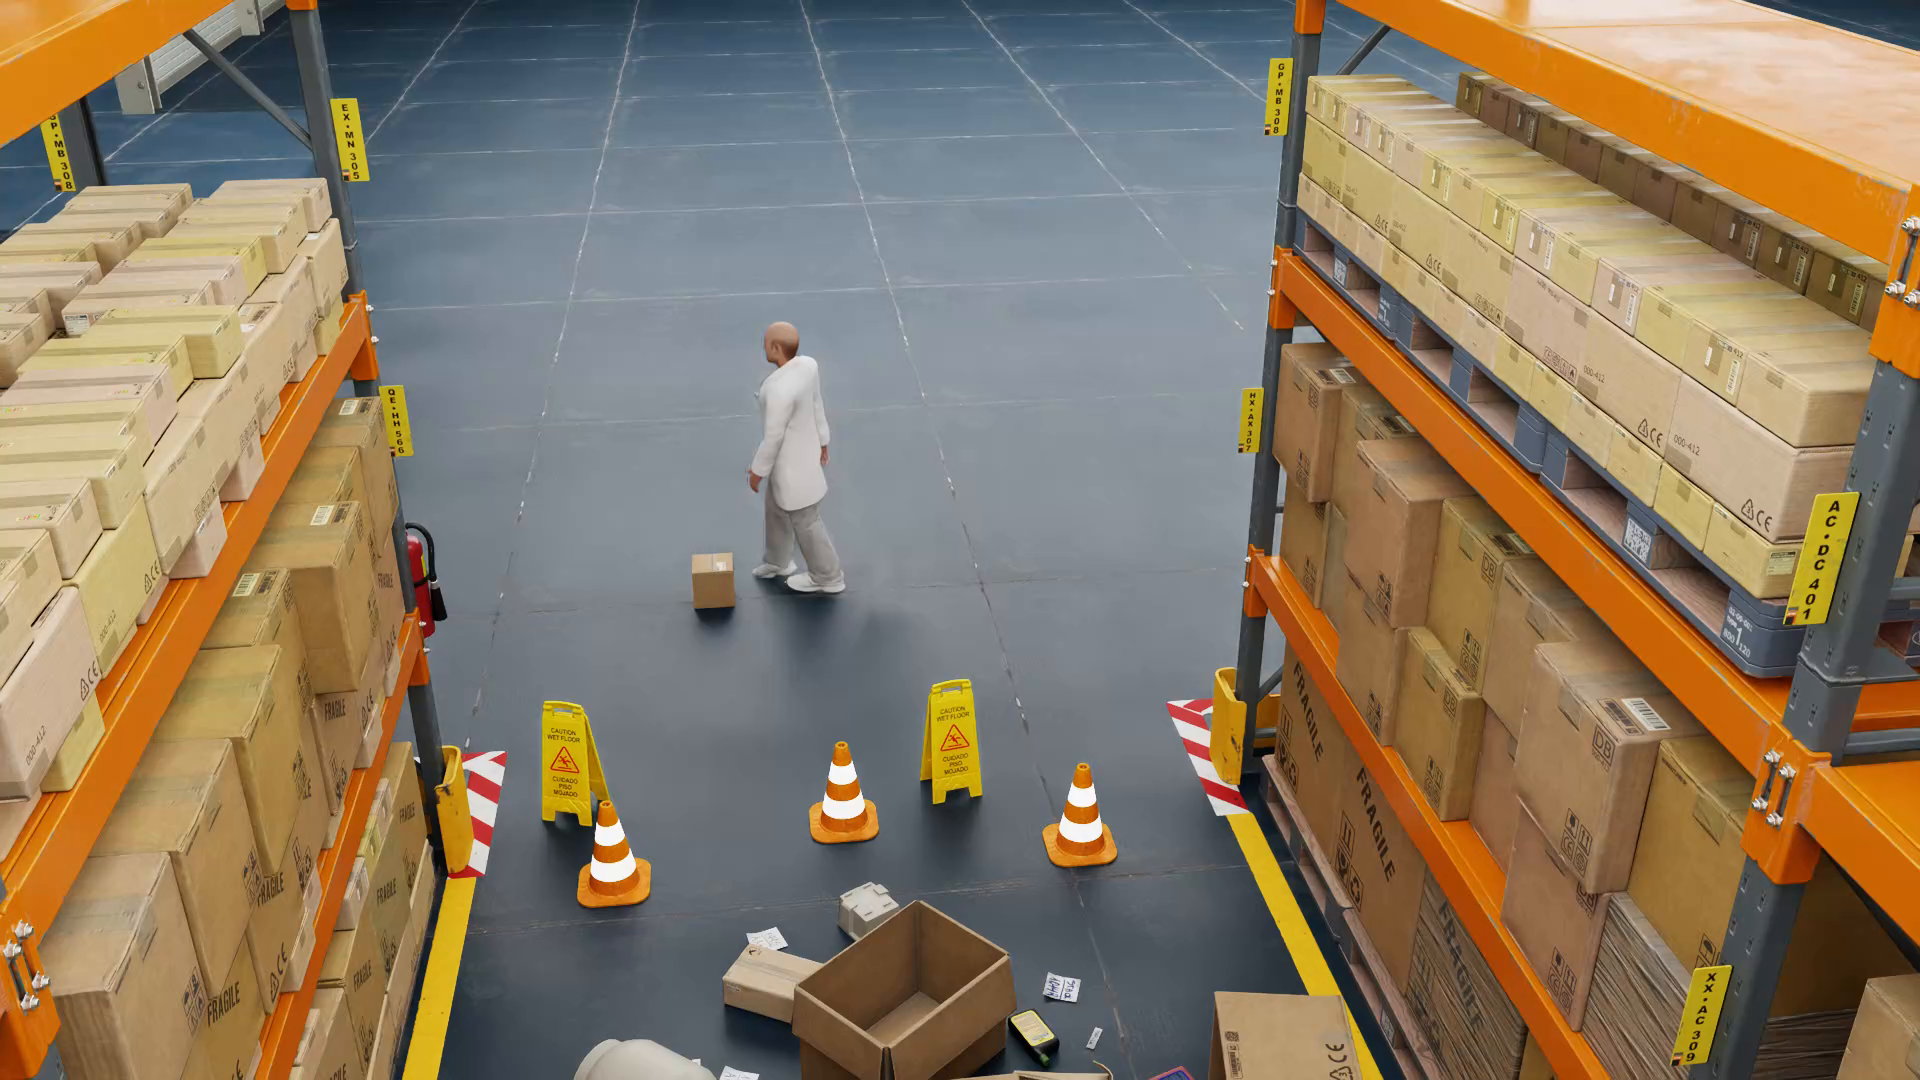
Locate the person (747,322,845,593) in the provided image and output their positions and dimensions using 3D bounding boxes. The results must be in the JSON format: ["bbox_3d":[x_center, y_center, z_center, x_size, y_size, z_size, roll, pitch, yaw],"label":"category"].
[{"bbox_3d":[-1.055,-0.453,10.047,0.675,1.829,0.626,4,27,8],"label":"person"}]
